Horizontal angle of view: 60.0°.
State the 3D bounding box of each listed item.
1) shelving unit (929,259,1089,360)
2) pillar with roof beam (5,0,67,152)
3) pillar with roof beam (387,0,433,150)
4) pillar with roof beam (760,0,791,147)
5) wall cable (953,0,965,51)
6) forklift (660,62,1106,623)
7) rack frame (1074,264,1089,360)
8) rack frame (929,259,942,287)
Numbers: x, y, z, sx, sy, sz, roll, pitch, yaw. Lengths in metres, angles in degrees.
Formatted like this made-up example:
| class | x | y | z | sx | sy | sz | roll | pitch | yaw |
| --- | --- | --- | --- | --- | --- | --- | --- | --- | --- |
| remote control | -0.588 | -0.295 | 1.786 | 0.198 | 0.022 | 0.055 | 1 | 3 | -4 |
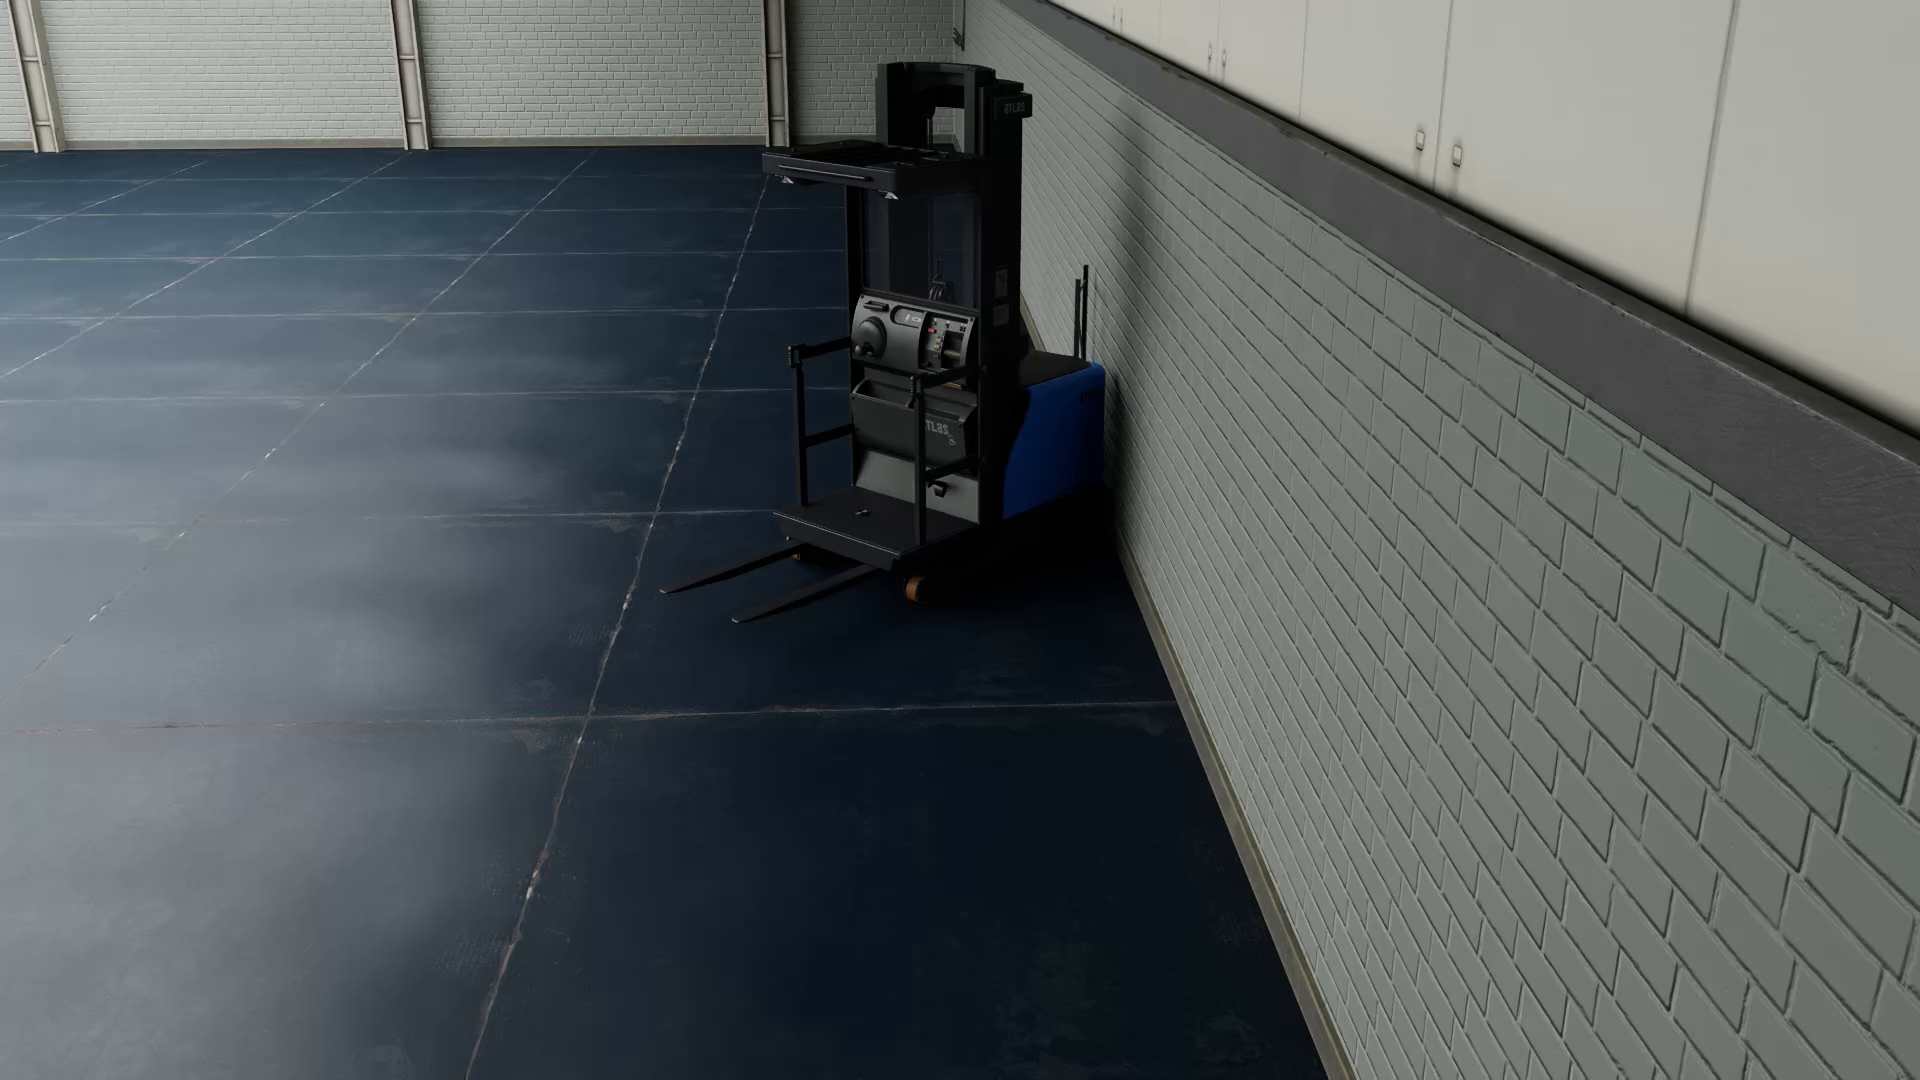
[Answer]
| class | x | y | z | sx | sy | sz | roll | pitch | yaw |
| --- | --- | --- | --- | --- | --- | --- | --- | --- | --- |
| shelving unit | 0.316 | -1.123 | 11.461 | 1.048 | 1.500 | 0.538 | 4 | 21 | 10 |
| pillar with roof beam | -14.813 | -9.122 | 21.933 | 0.400 | 9.000 | 9.100 | -1 | 21 | -3 |
| pillar with roof beam | -8.823 | -9.244 | 22.253 | 0.400 | 9.000 | 9.100 | -1 | 21 | -3 |
| pillar with roof beam | -2.832 | -9.366 | 22.573 | 0.400 | 9.000 | 9.100 | -1 | 21 | -3 |
| wall cable | -0.062 | -9.034 | 26.066 | 0.112 | 2.526 | 3.097 | -1 | 21 | -3 |
| forklift | -0.418 | -1.203 | 9.662 | 1.130 | 2.935 | 3.031 | 18 | 27 | 38 |
| rack frame | 0.816 | -1.090 | 11.374 | 0.032 | 1.500 | 0.500 | 4 | 21 | 10 |
| rack frame | -0.183 | -1.157 | 11.549 | 0.032 | 1.500 | 0.500 | 4 | 21 | 10 |
